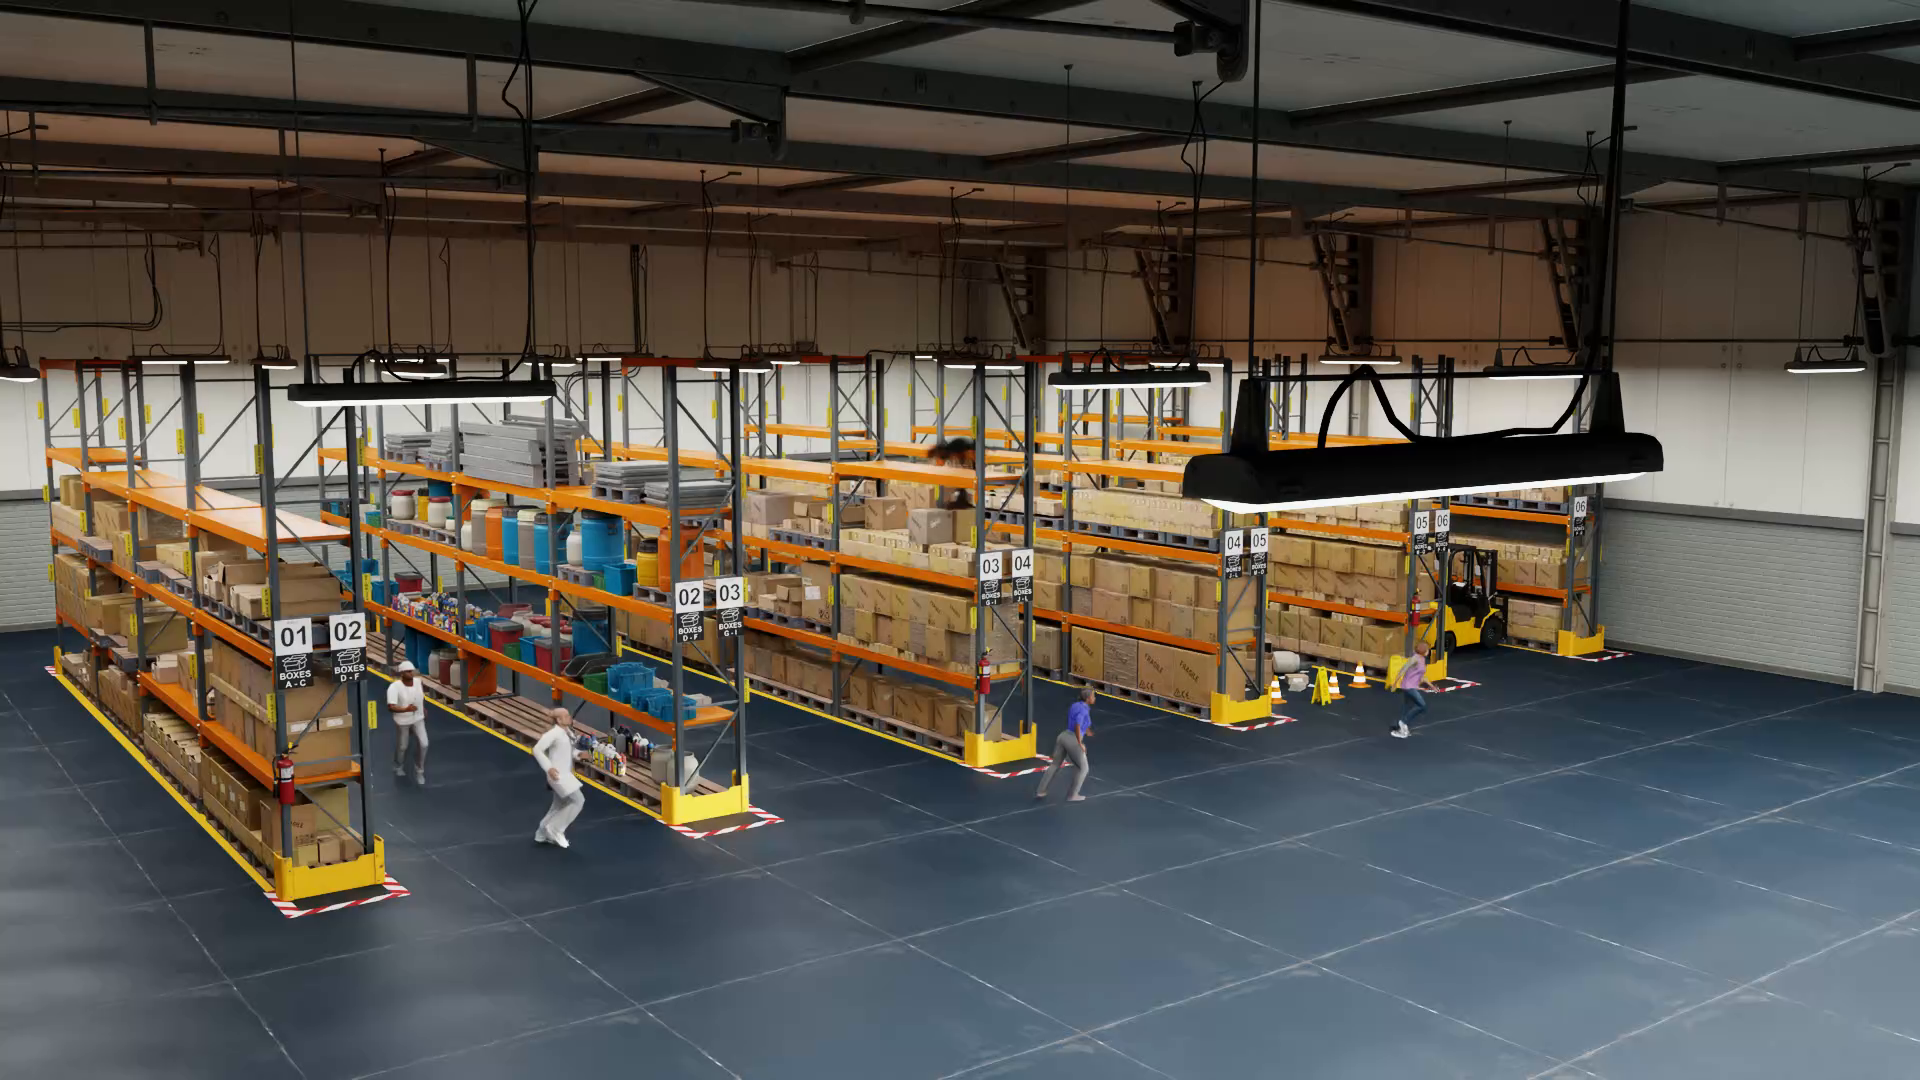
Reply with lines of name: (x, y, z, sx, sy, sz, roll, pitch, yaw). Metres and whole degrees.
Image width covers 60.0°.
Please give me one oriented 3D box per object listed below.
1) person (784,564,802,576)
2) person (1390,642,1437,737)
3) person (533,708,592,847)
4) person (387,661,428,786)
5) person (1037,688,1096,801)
person: (-4.248, 0.504, 41.955, 1.060, 1.655, 0.645, -3, 8, -27)
person: (7.249, 2.385, 26.564, 0.695, 1.523, 0.518, 3, 7, 22)
person: (-4.982, 2.963, 20.819, 0.738, 1.759, 0.695, 0, 7, 2)
person: (-7.864, 2.616, 23.745, 0.656, 1.811, 0.832, -6, 9, -42)
person: (1.499, 2.818, 22.912, 0.855, 1.581, 0.630, -4, 8, -29)
